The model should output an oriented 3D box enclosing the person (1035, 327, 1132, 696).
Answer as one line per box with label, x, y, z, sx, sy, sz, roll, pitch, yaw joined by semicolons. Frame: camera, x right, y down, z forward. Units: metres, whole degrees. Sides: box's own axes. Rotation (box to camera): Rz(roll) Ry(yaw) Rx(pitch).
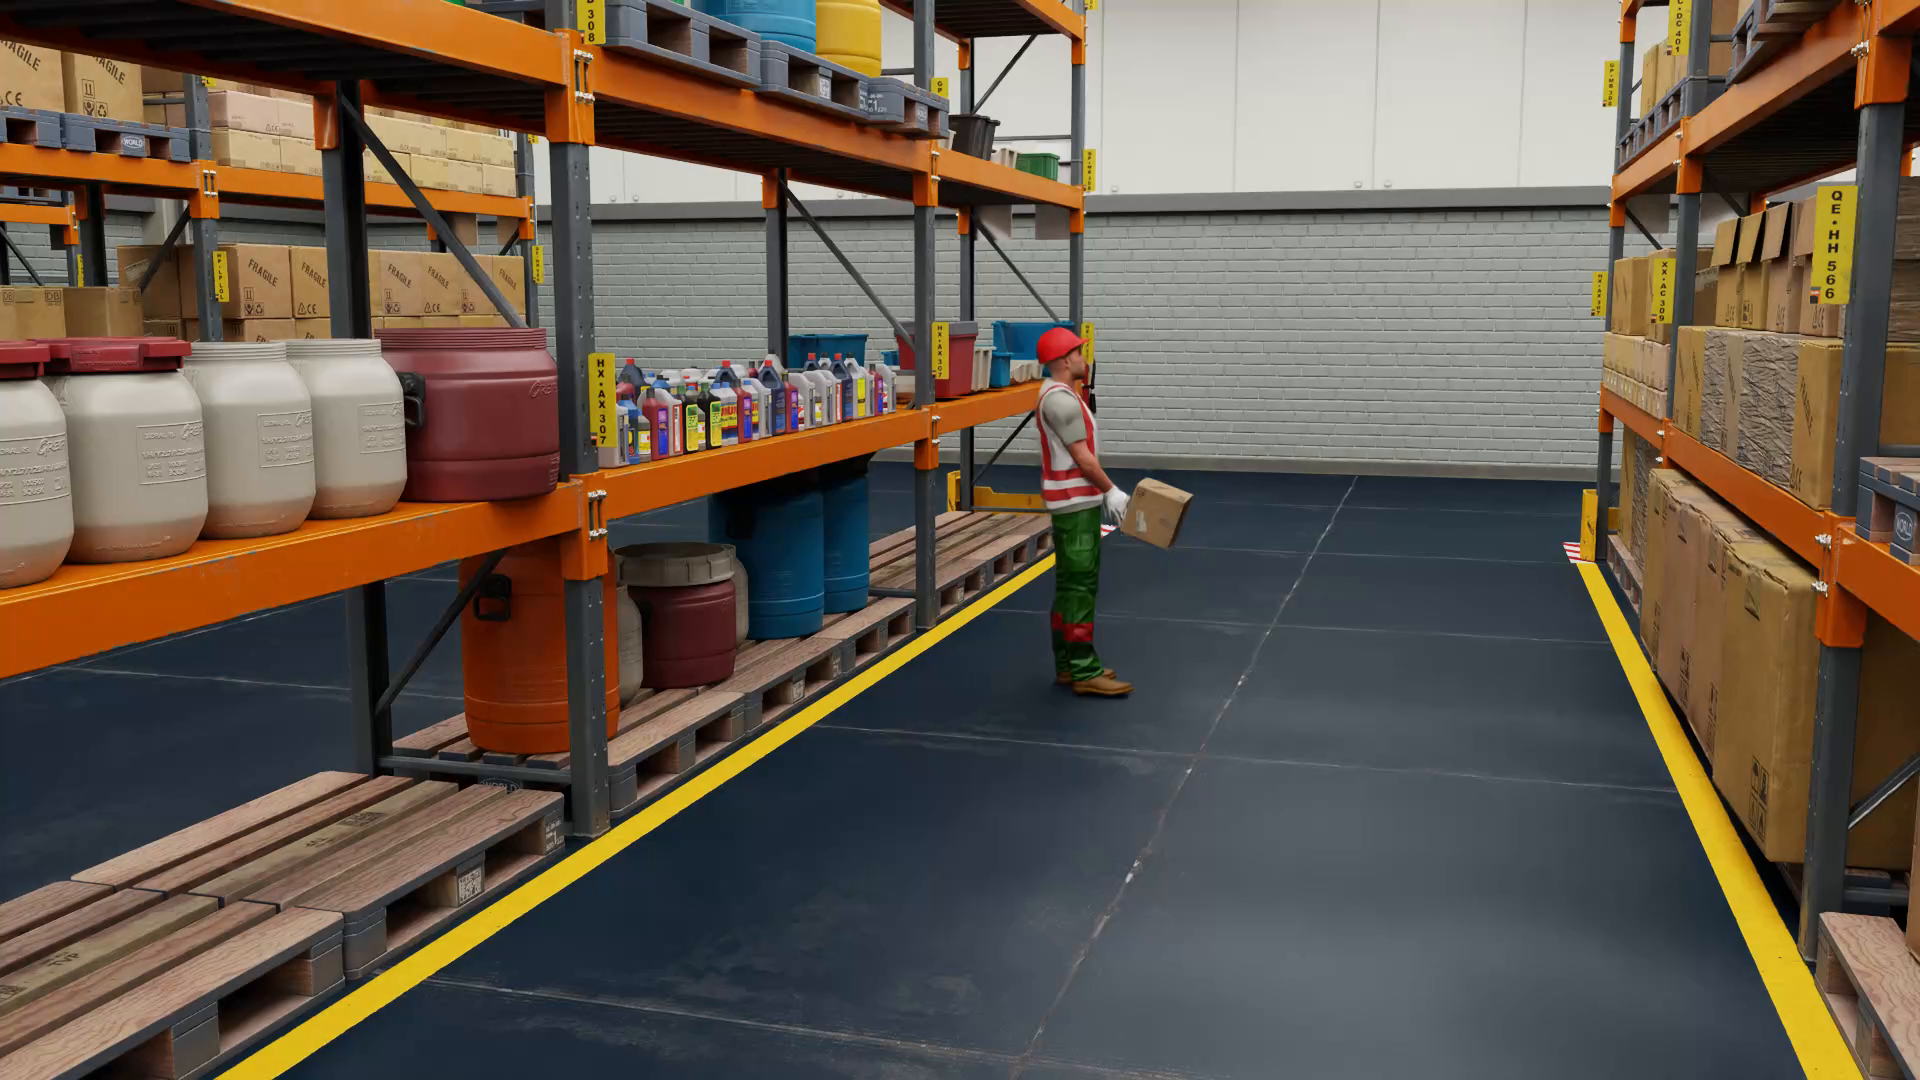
person;0.616;-0.156;8.275;0.498;1.794;0.561;0;8;-1
